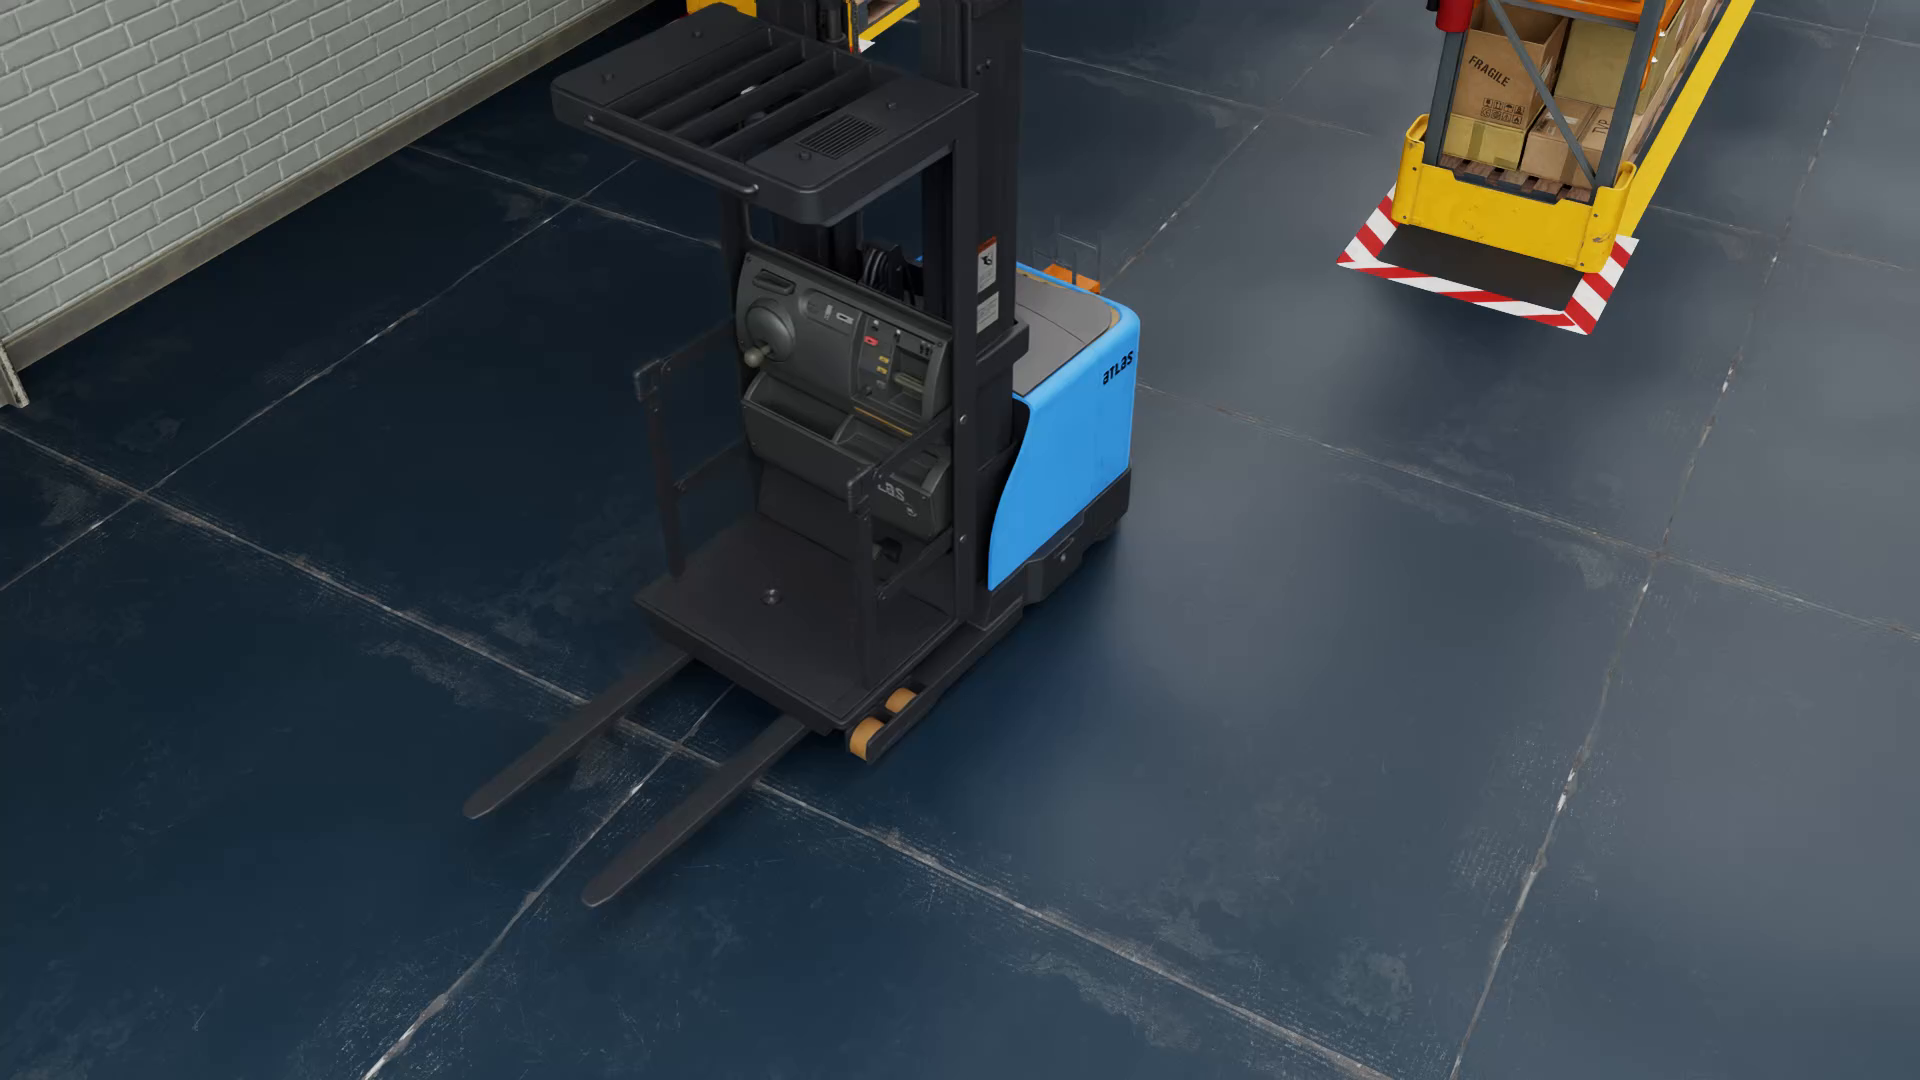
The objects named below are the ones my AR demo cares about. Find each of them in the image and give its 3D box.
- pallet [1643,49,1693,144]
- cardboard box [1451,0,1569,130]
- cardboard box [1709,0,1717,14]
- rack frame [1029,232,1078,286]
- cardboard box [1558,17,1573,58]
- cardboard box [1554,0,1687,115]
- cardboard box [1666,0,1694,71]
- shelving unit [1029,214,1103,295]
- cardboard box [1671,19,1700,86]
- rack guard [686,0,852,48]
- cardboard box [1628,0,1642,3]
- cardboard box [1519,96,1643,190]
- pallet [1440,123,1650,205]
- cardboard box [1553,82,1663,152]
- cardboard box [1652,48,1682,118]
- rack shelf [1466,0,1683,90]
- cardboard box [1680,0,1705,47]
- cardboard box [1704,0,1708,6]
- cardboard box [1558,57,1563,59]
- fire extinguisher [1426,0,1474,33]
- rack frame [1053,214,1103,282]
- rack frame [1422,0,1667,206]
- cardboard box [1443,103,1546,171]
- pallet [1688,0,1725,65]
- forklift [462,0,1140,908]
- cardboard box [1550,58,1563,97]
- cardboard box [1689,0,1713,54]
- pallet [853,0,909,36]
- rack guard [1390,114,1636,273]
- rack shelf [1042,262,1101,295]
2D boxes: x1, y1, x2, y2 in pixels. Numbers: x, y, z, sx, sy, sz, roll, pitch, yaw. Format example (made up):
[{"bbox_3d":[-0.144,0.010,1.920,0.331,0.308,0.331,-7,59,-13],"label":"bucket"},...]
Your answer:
[{"bbox_3d":[3.946,-2.937,10.425,1.003,0.211,1.213,21,45,22],"label":"pallet"},{"bbox_3d":[2.999,-2.649,9.183,0.500,0.500,0.500,21,45,22],"label":"cardboard box"},{"bbox_3d":[4.688,-3.630,10.865,0.500,0.250,0.500,21,45,22],"label":"cardboard box"},{"bbox_3d":[0.385,-0.775,7.222,0.240,1.200,0.006,27,48,27],"label":"rack frame"},{"bbox_3d":[3.487,-3.226,9.839,0.500,0.500,0.500,21,45,22],"label":"cardboard box"},{"bbox_3d":[3.698,-2.763,9.314,0.500,0.500,0.500,21,45,22],"label":"cardboard box"},{"bbox_3d":[3.937,-3.054,9.643,0.500,0.500,0.500,21,45,22],"label":"cardboard box"},{"bbox_3d":[0.441,-0.822,7.276,0.258,1.200,0.189,27,48,27],"label":"shelving unit"},{"bbox_3d":[4.201,-3.053,10.210,0.500,0.250,0.500,21,45,22],"label":"cardboard box"},{"bbox_3d":[-1.265,-3.578,10.934,1.175,0.500,0.348,21,45,22],"label":"rack guard"},{"bbox_3d":[3.233,-3.137,8.467,0.700,0.500,0.500,21,45,22],"label":"cardboard box"},{"bbox_3d":[3.449,-2.195,9.236,0.500,0.250,0.500,21,45,22],"label":"cardboard box"},{"bbox_3d":[3.335,-2.241,9.635,1.003,0.211,1.213,21,45,22],"label":"pallet"},{"bbox_3d":[3.696,-2.483,9.562,0.500,0.250,0.500,21,45,22],"label":"cardboard box"},{"bbox_3d":[3.947,-2.768,9.887,0.500,0.250,0.500,21,45,22],"label":"cardboard box"},{"bbox_3d":[3.989,-3.711,9.738,1.077,0.370,4.000,21,45,22],"label":"rack shelf"},{"bbox_3d":[4.202,-3.334,9.962,0.500,0.500,0.500,21,45,22],"label":"cardboard box"},{"bbox_3d":[4.440,-3.625,10.292,0.500,0.500,0.500,21,45,22],"label":"cardboard box"},{"bbox_3d":[3.489,-2.943,10.085,0.500,0.250,0.500,21,45,22],"label":"cardboard box"},{"bbox_3d":[2.527,-2.893,8.324,0.296,0.674,0.183,21,45,22],"label":"fire extinguisher"},{"bbox_3d":[0.497,-0.870,7.330,0.240,1.200,0.006,27,48,27],"label":"rack frame"},{"bbox_3d":[2.988,-2.836,8.201,1.000,3.000,0.127,21,45,22],"label":"rack frame"},{"bbox_3d":[3.001,-2.366,9.430,0.500,0.250,0.500,21,45,22],"label":"cardboard box"},{"bbox_3d":[4.556,-3.637,11.221,1.003,0.211,1.213,21,45,22],"label":"pallet"},{"bbox_3d":[-0.559,-0.636,5.754,1.130,2.935,3.031,27,48,27],"label":"forklift"},{"bbox_3d":[3.240,-2.657,9.760,0.500,0.250,0.500,21,45,22],"label":"cardboard box"},{"bbox_3d":[4.451,-3.339,10.535,0.500,0.250,0.500,21,45,22],"label":"cardboard box"},{"bbox_3d":[-0.827,-3.923,11.545,1.003,0.211,1.213,21,45,22],"label":"pallet"},{"bbox_3d":[2.976,-1.884,9.012,1.175,0.500,0.348,21,45,22],"label":"rack guard"},{"bbox_3d":[0.441,-1.059,7.068,0.258,0.103,0.180,27,48,27],"label":"rack shelf"}]
